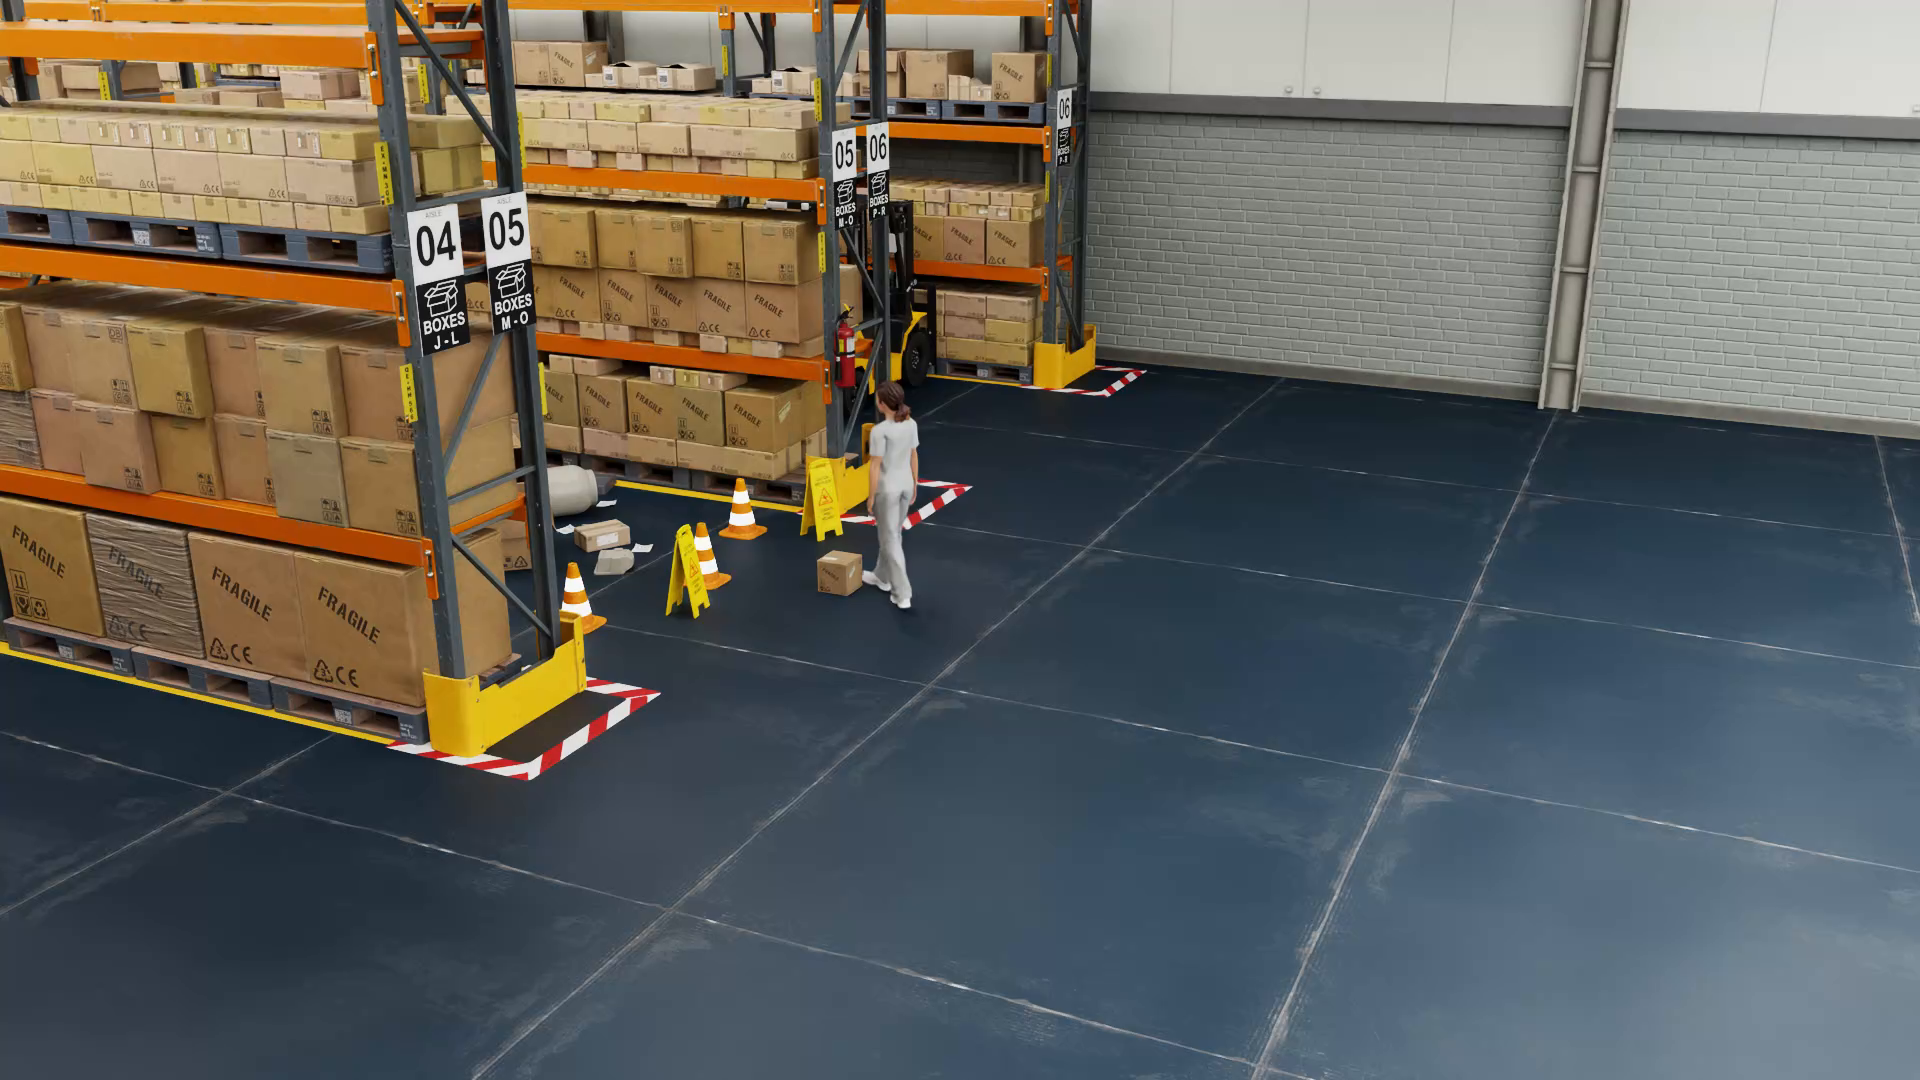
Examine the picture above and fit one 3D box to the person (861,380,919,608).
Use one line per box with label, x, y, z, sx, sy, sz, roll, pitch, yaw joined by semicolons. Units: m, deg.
person;-0.561;-0.366;12.118;0.447;1.665;0.673;-18;26;-42
